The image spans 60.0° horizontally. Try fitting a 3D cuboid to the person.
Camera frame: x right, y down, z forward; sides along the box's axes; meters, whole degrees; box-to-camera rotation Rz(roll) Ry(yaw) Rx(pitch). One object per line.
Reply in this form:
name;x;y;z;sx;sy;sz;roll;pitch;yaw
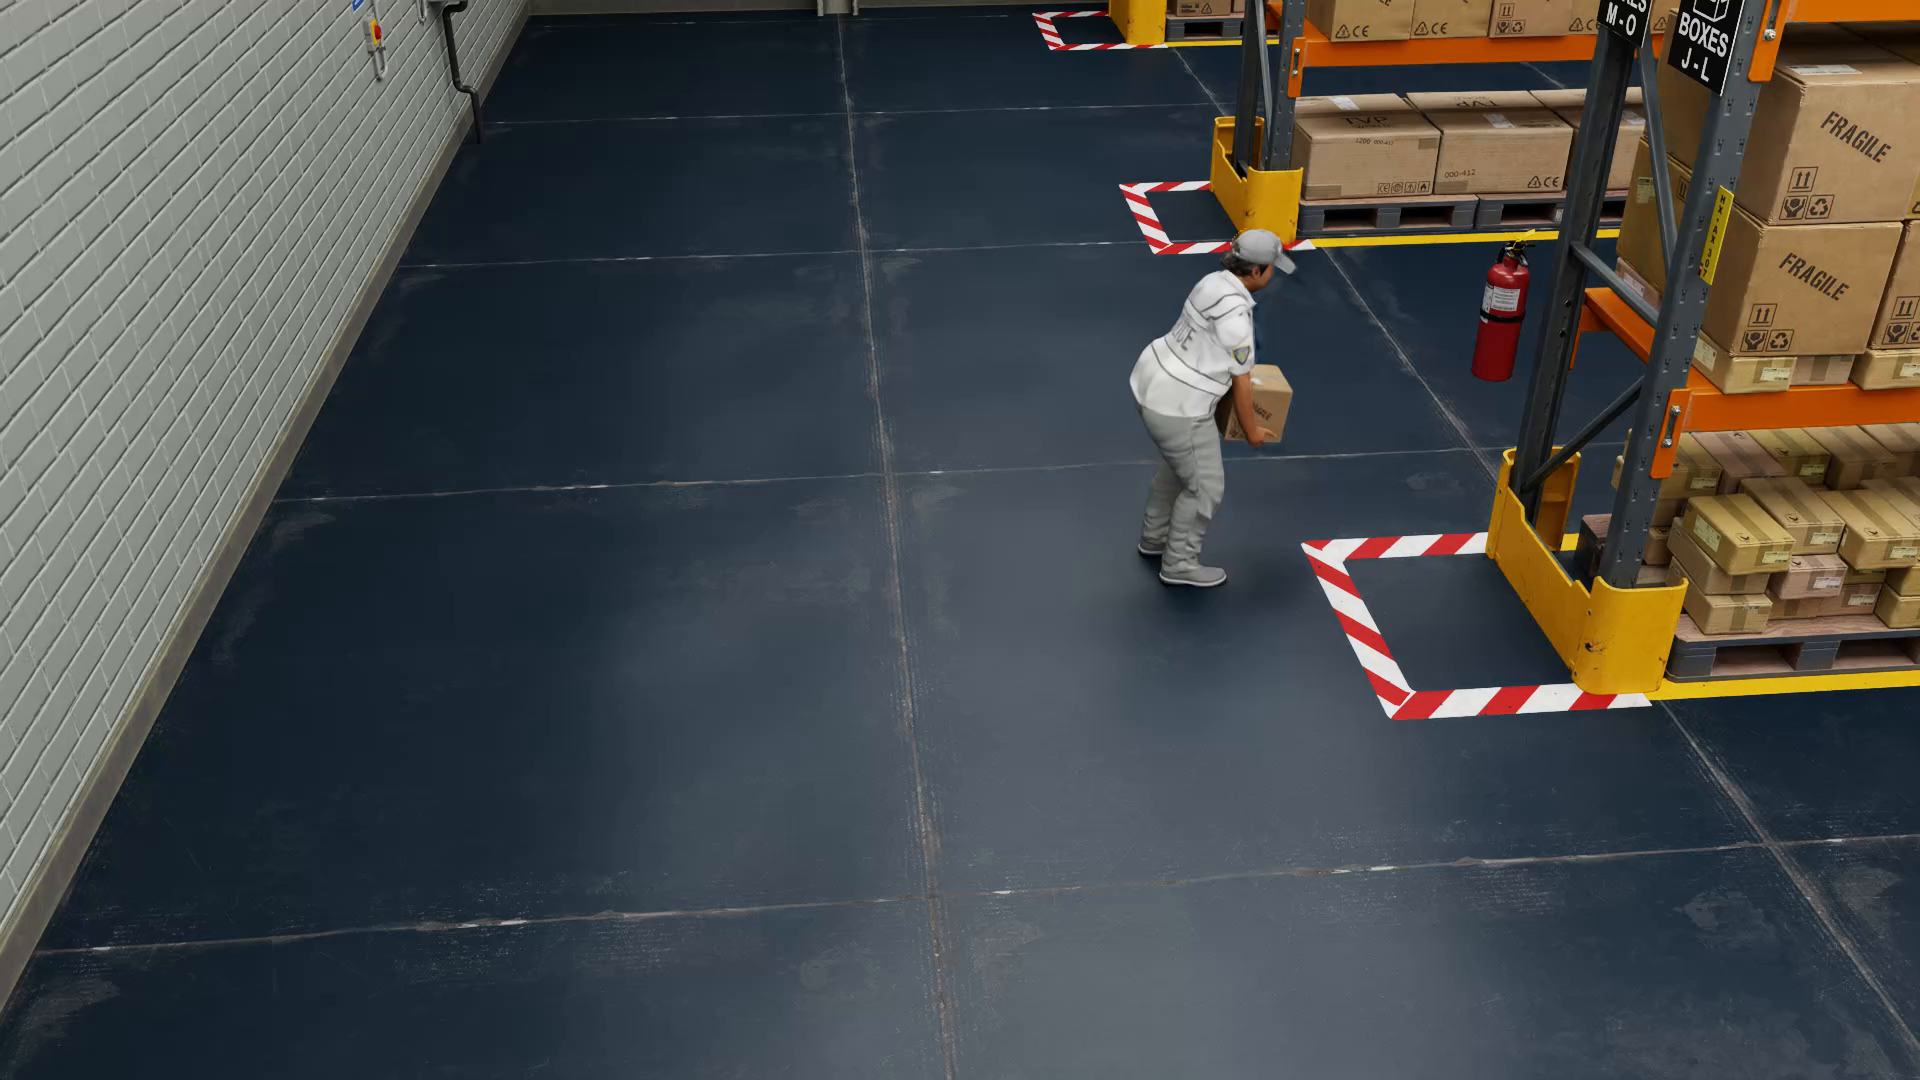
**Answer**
person;1.058;-0.564;7.138;0.654;1.594;0.452;-3;31;-5
